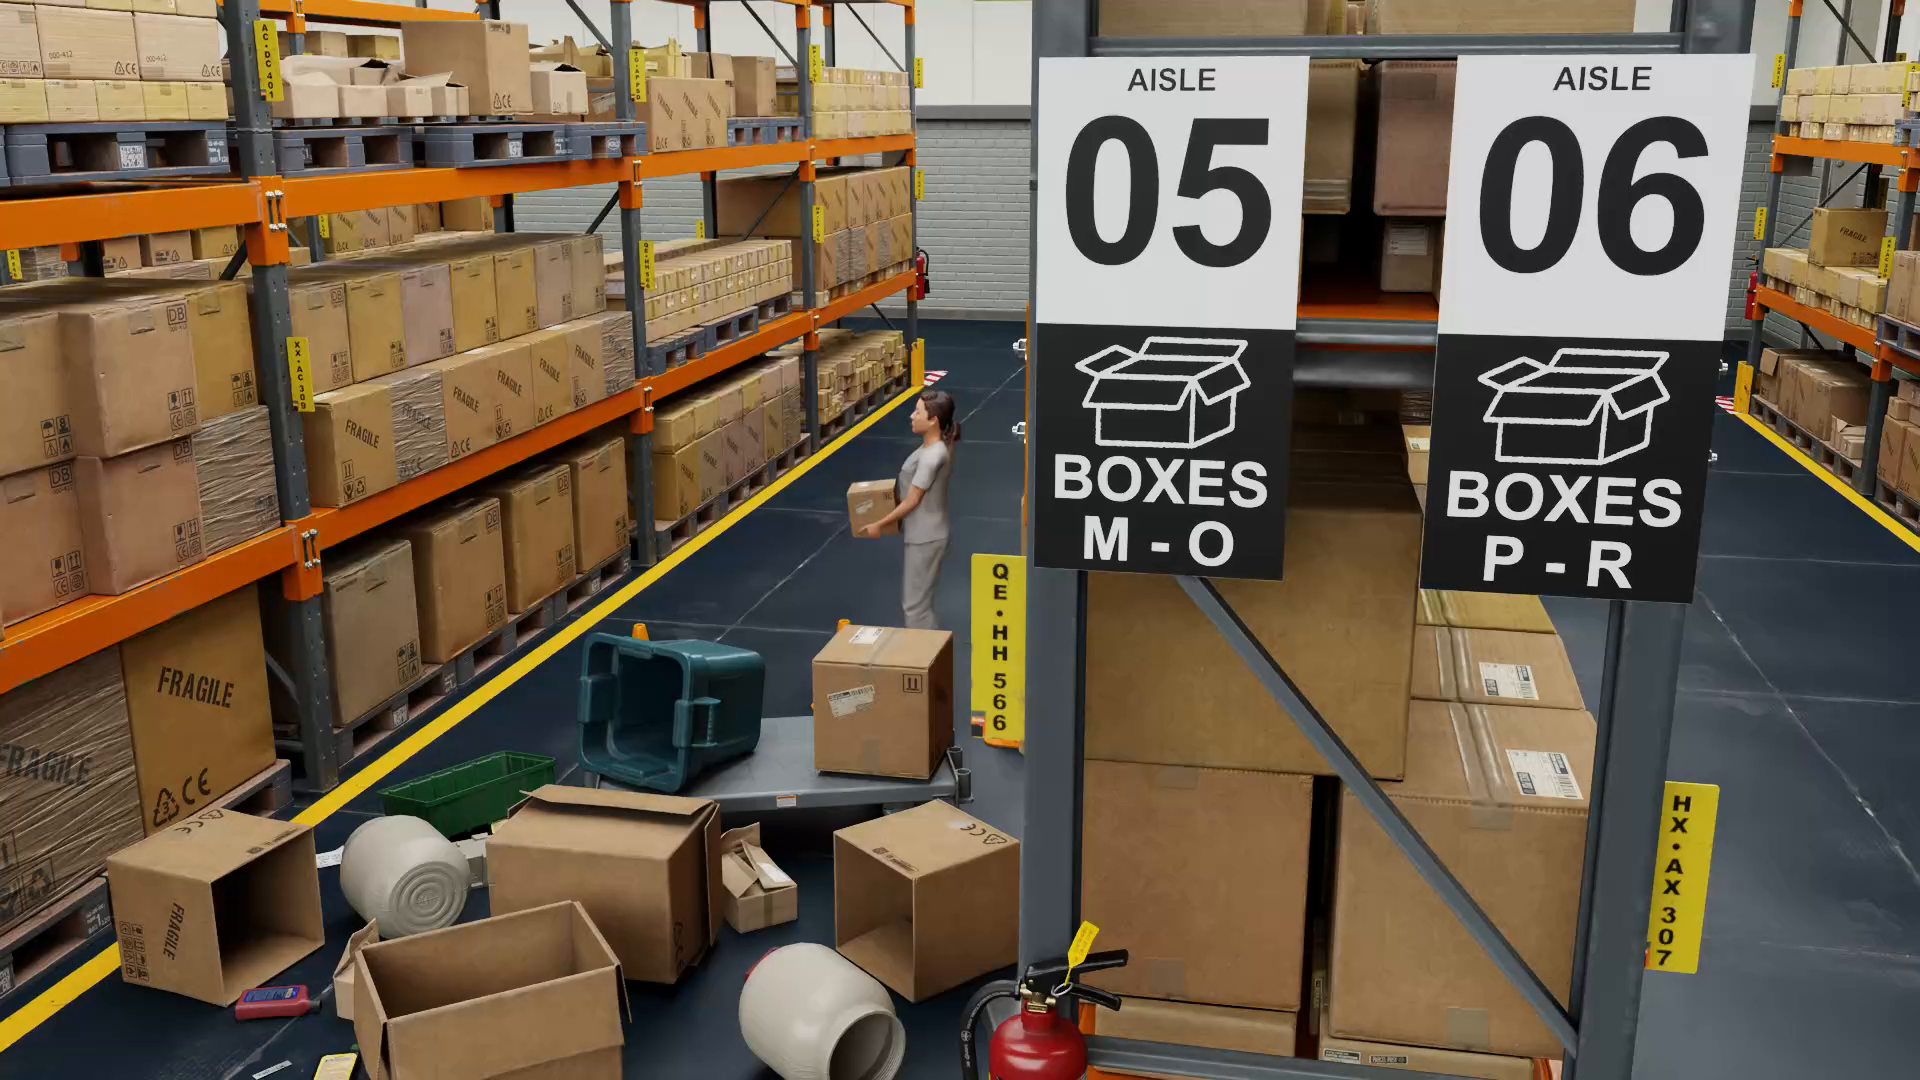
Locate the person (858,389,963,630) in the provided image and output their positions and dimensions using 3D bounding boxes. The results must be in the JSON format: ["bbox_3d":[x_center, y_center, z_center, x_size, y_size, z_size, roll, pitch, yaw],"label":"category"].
[{"bbox_3d":[-0.258,0.010,9.004,0.556,1.665,0.436,1,15,3],"label":"person"}]
